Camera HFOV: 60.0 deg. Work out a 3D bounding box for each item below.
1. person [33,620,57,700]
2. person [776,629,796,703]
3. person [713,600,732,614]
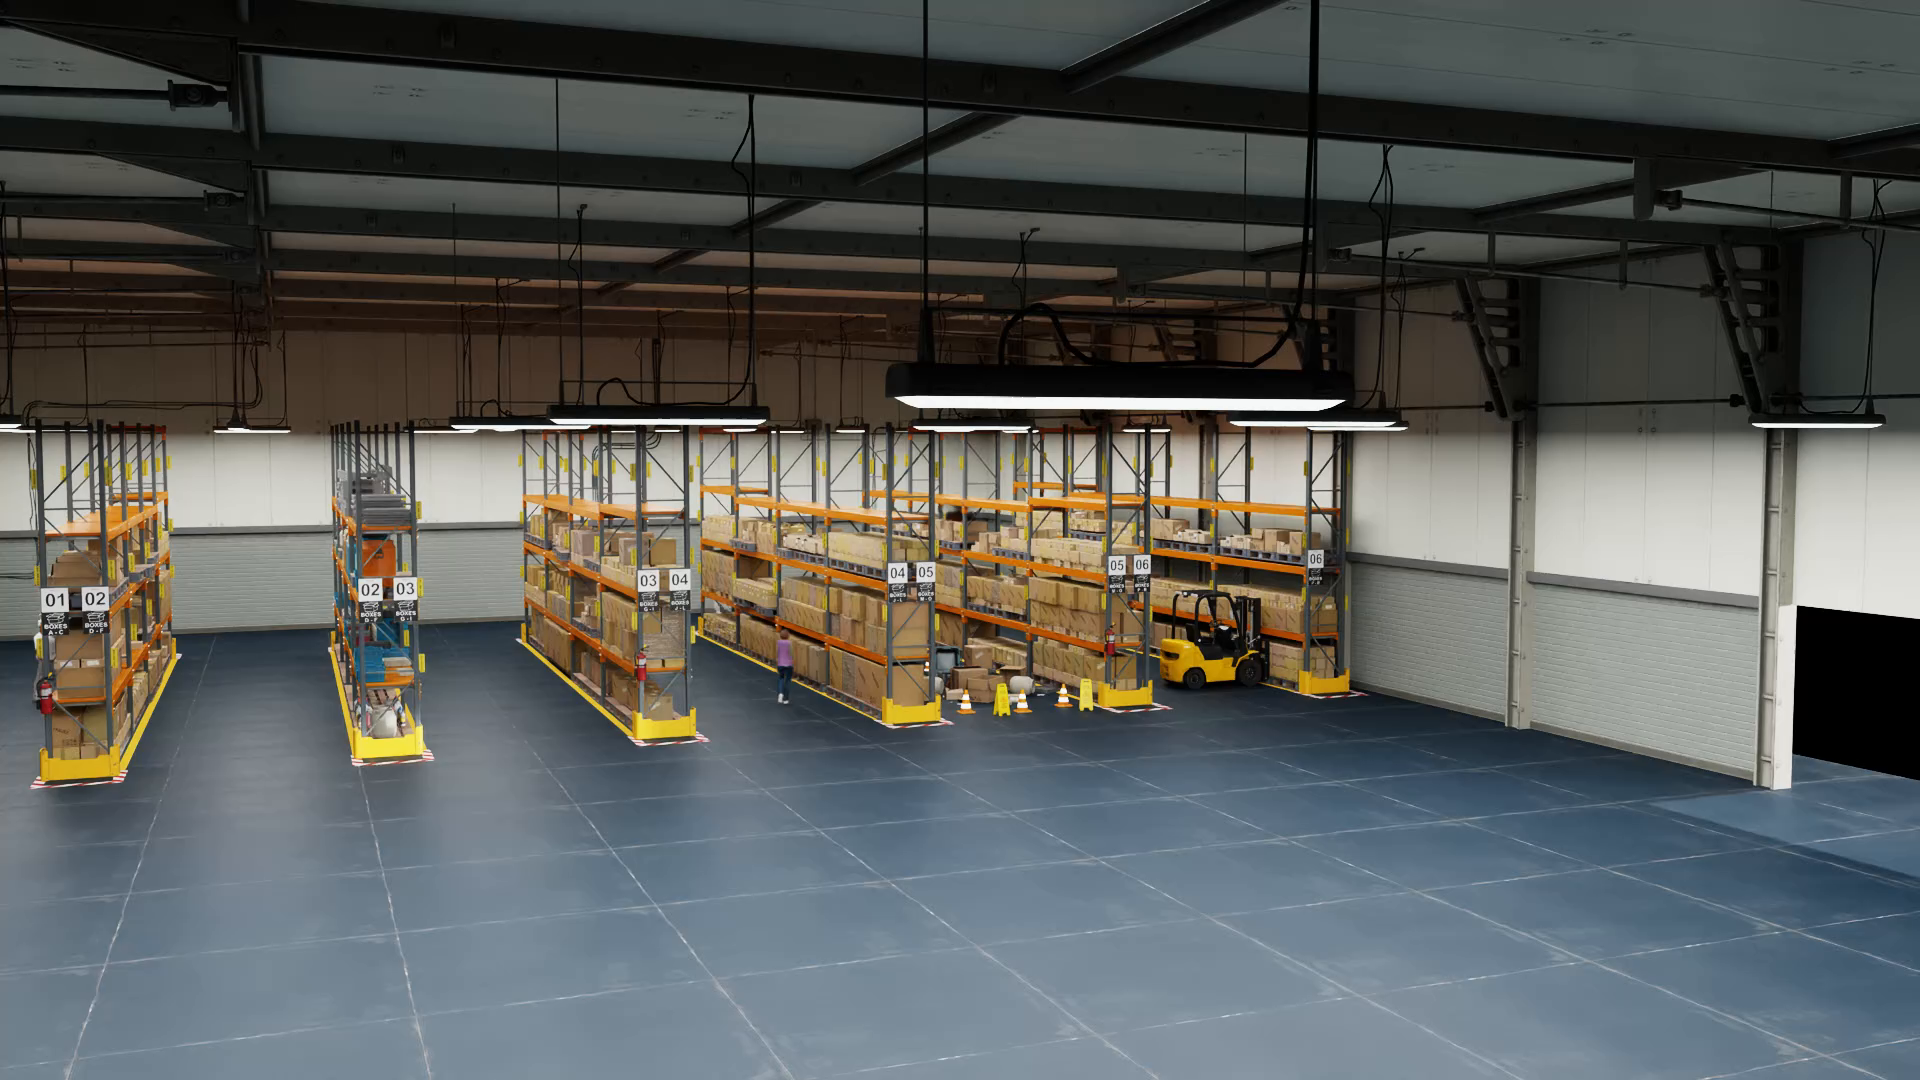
[{"bbox_3d":[-19.774,2.602,36.071,0.541,1.795,0.695,1,4,12],"label":"person"},{"bbox_3d":[-3.715,2.691,35.507,0.438,1.594,0.390,1,4,11],"label":"person"},{"bbox_3d":[-7.299,1.645,50.884,0.531,1.765,0.700,2,4,26],"label":"person"}]
